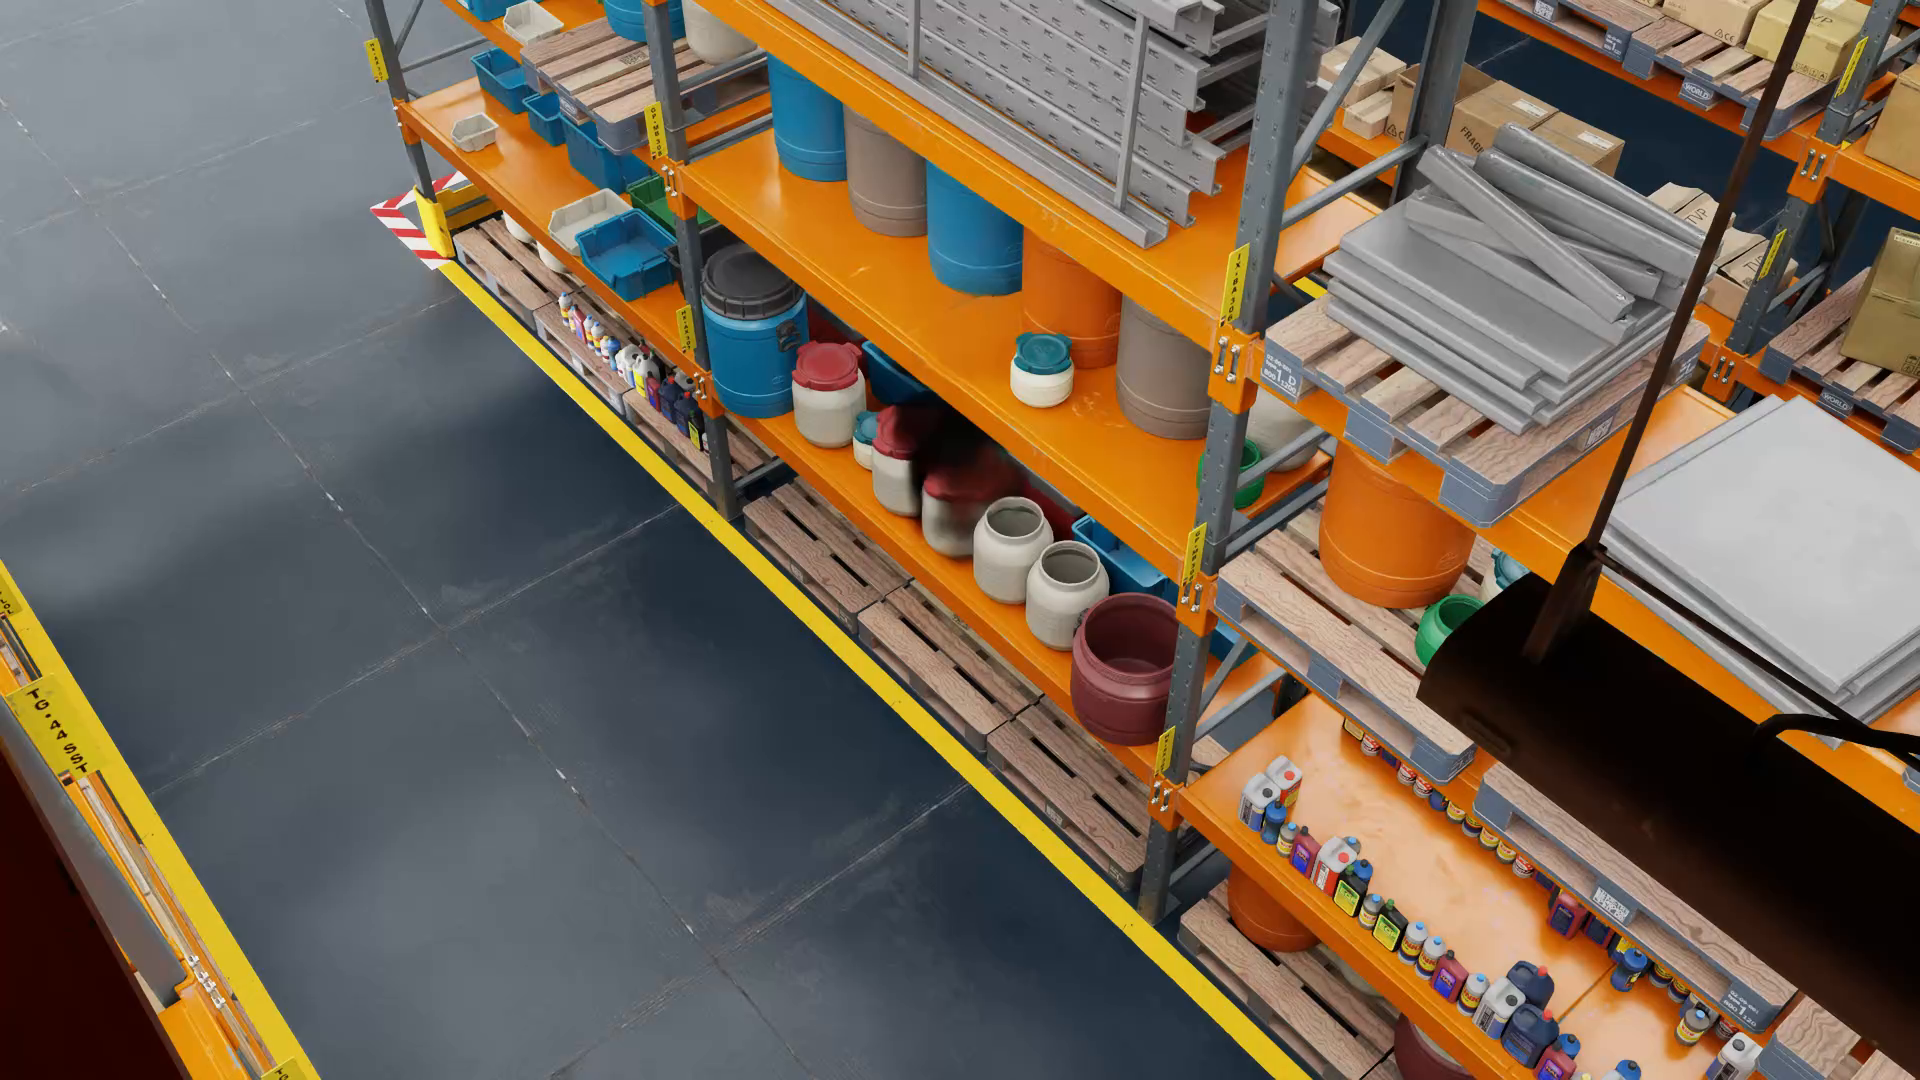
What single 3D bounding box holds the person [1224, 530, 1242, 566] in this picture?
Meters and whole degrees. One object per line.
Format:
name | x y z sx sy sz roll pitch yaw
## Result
person | 1.464 -0.461 9.933 0.572 1.739 0.686 -34 55 -28
